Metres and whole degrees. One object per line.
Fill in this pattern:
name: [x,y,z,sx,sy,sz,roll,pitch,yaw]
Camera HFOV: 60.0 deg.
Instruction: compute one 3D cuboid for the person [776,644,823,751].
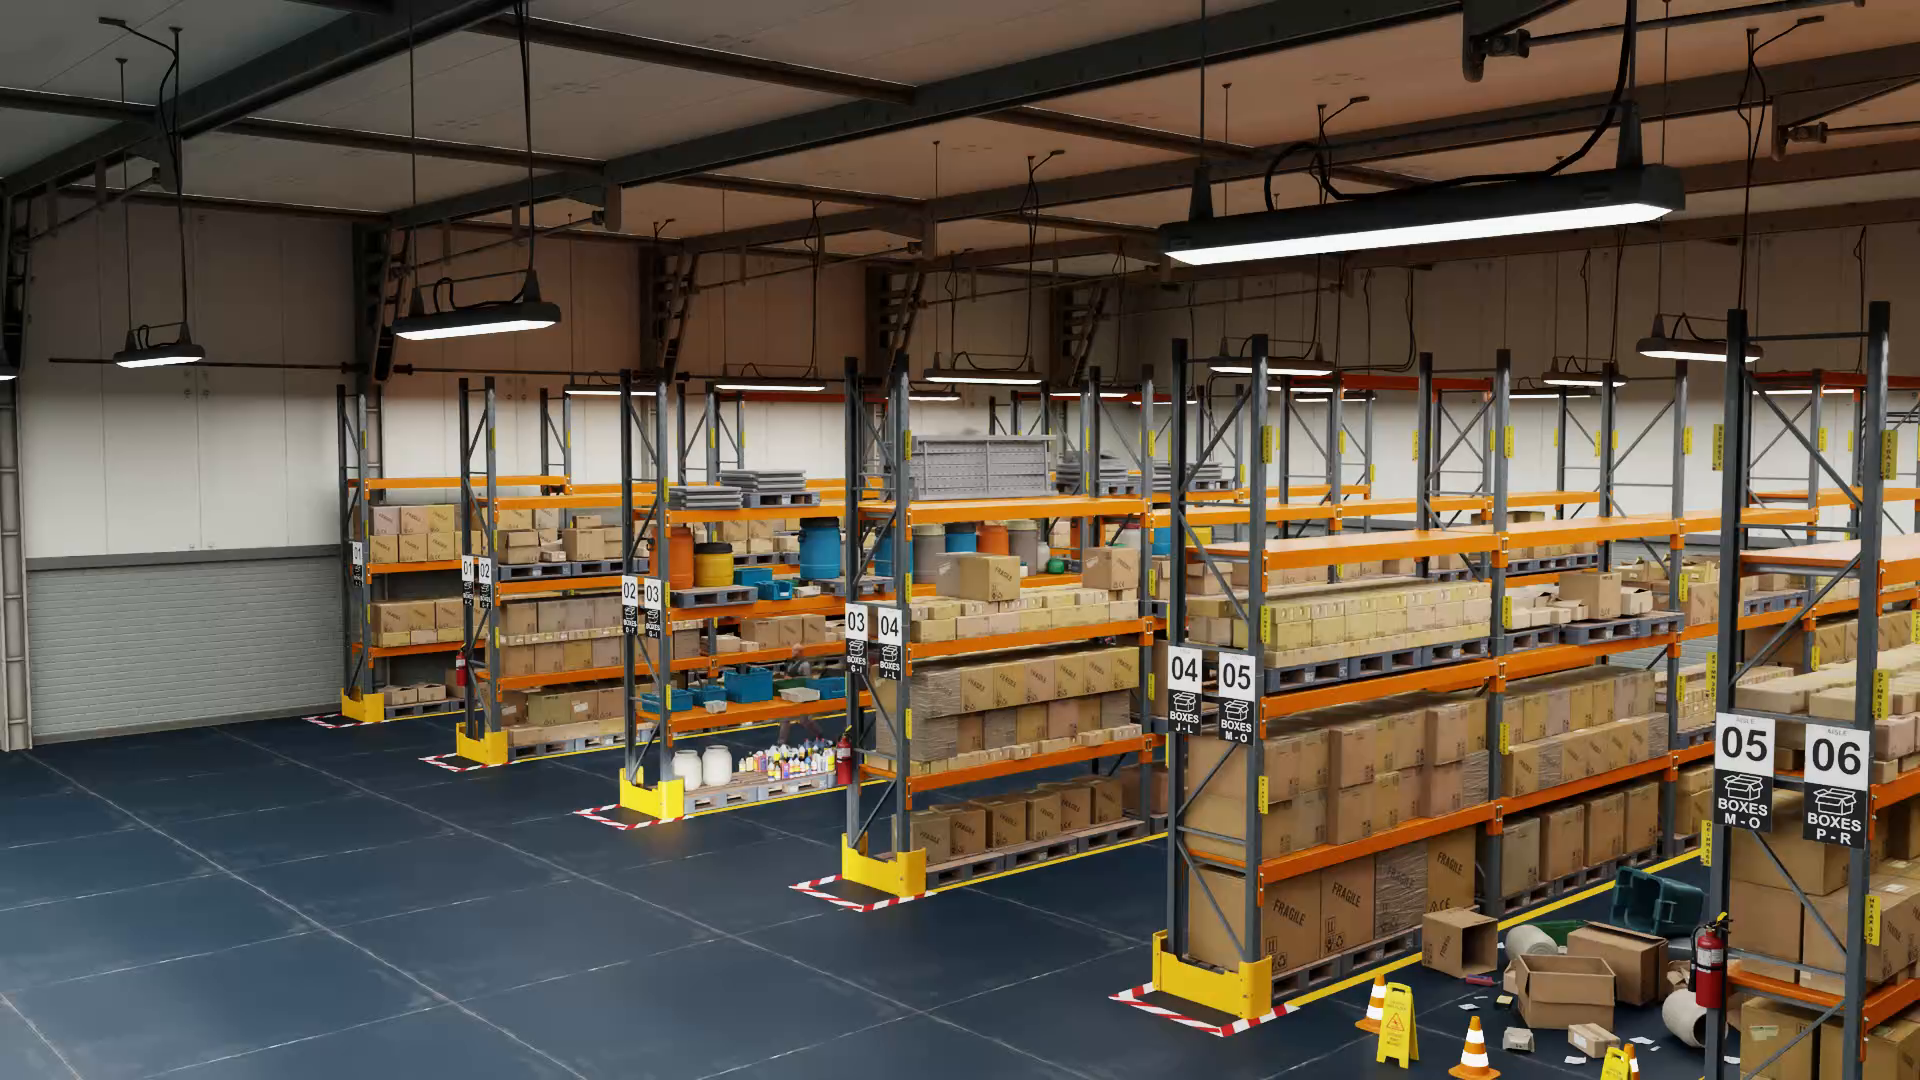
person: [-2.635,2.524,26.753,0.654,1.709,0.961,3,5,41]
